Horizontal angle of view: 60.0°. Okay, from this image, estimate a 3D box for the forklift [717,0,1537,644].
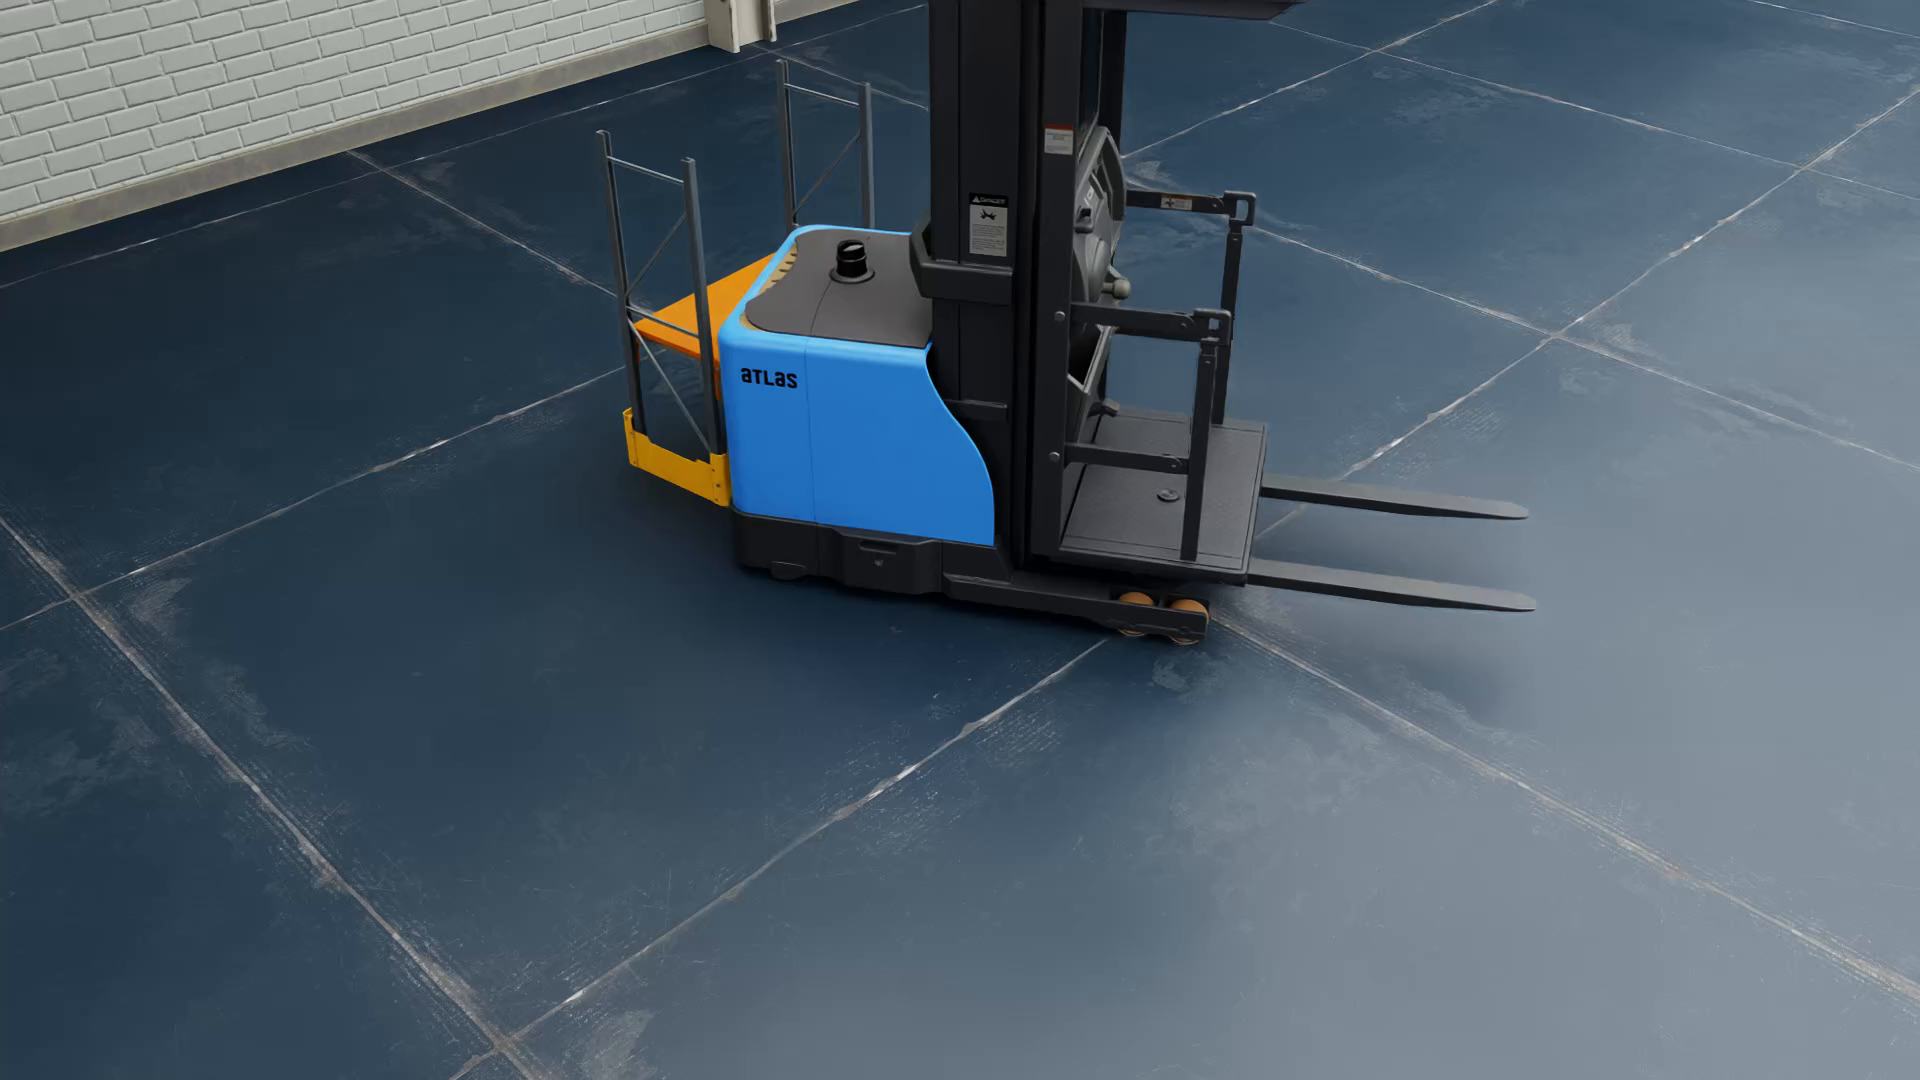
[{"bbox_3d":[0.681,-1.150,5.836,3.031,2.935,1.130,8,36,11],"label":"forklift"}]

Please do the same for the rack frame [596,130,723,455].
[{"bbox_3d":[-1.188,-0.868,6.684,0.500,1.500,0.032,23,41,30],"label":"rack frame"}]

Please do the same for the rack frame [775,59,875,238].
[{"bbox_3d":[-0.575,-1.332,7.349,0.500,1.500,0.032,23,41,30],"label":"rack frame"}]

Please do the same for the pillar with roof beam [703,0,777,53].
[{"bbox_3d":[1.503,-5.505,6.777,9.100,9.000,0.400,30,45,35],"label":"pillar with roof beam"}]

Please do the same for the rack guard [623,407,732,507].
[{"bbox_3d":[-1.187,-0.356,7.042,0.587,0.250,0.087,23,41,30],"label":"rack guard"}]

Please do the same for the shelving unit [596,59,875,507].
[{"bbox_3d":[-0.887,-1.096,7.011,0.587,1.500,1.083,23,41,30],"label":"shelving unit"}]

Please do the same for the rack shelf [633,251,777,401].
[{"bbox_3d":[-0.881,-0.953,7.120,0.538,0.185,1.000,23,41,30],"label":"rack shelf"}]
